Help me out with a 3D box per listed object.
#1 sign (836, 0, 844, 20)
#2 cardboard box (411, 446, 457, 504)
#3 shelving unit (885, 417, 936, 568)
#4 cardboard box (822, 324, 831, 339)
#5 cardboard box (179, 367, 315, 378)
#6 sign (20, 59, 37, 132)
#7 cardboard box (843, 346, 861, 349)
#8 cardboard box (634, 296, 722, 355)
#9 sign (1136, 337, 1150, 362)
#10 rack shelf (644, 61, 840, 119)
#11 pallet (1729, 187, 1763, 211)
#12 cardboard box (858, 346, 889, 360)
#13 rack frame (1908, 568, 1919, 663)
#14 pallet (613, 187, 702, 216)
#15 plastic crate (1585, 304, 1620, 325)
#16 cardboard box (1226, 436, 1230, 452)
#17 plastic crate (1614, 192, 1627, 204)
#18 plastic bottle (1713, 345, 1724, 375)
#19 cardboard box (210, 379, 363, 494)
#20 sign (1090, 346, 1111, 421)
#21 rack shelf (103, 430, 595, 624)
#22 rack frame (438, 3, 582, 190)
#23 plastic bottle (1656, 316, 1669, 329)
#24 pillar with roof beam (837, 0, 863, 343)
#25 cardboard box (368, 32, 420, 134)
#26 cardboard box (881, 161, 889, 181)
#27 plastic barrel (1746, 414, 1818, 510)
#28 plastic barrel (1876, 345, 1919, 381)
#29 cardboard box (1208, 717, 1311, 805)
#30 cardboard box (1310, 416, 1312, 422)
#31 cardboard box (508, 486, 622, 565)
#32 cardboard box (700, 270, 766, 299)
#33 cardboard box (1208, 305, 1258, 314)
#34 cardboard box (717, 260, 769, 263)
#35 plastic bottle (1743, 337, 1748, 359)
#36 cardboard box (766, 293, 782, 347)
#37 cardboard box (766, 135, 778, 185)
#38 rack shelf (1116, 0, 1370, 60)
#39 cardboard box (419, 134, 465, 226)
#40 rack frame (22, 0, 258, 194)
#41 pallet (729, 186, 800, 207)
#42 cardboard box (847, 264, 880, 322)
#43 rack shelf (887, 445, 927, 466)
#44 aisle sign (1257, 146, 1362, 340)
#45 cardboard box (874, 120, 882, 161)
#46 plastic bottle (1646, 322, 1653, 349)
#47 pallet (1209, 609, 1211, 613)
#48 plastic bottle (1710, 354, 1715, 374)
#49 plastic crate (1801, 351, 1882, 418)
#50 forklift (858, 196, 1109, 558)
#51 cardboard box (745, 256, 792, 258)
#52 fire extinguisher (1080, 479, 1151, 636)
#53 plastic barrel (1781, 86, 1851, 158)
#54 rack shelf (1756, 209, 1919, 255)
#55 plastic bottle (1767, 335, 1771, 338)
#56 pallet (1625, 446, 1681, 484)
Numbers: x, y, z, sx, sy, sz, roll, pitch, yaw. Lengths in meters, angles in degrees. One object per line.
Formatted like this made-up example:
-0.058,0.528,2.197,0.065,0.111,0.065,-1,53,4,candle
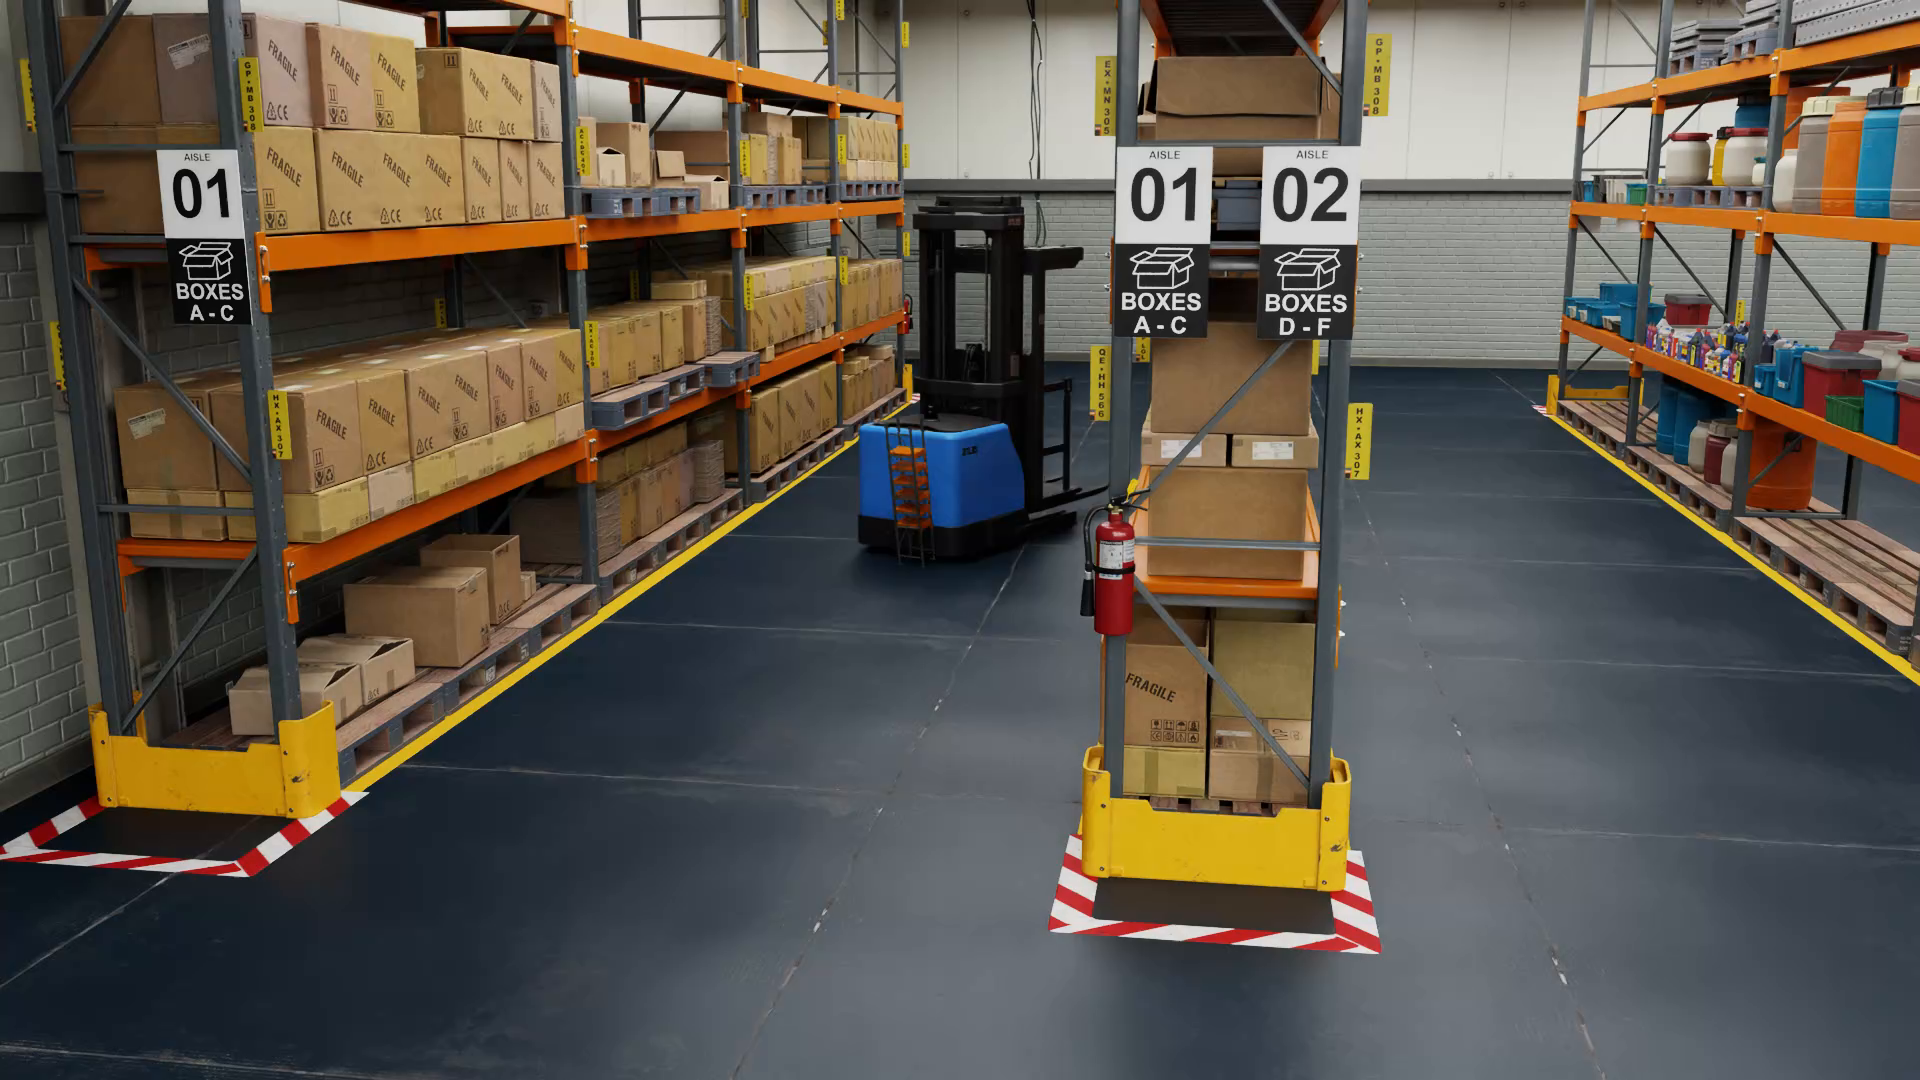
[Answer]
-1.362,-6.048,18.791,0.100,0.325,0.005,2,12,9,sign
-3.207,-0.379,9.441,0.500,0.250,0.500,2,12,8,cardboard box
-0.397,-0.379,13.365,0.258,1.200,0.189,7,23,28,shelving unit
-1.688,-2.389,19.008,0.380,0.149,0.250,2,12,10,cardboard box
-3.796,-0.650,8.916,0.500,0.500,0.500,2,12,9,cardboard box
-4.291,-2.058,7.703,0.100,0.325,0.005,2,12,9,sign
-1.549,-2.546,22.585,0.380,0.149,0.250,2,12,9,cardboard box
-2.578,-1.968,15.224,0.700,0.500,0.500,0,12,2,cardboard box
1.227,-1.353,11.090,0.100,0.325,0.005,2,12,9,sign
-2.208,-4.604,17.154,1.077,0.370,4.000,2,12,9,rack shelf
7.488,-3.011,14.675,1.003,0.211,1.213,2,12,9,pallet
-1.172,-2.533,22.525,0.380,0.149,0.250,2,12,10,cardboard box
6.659,-0.649,10.383,1.000,3.000,0.127,2,12,9,rack frame
-2.774,-2.685,13.159,1.213,0.211,1.003,2,12,9,pallet
7.938,-2.779,20.525,0.416,0.233,0.300,2,12,9,plastic crate
1.310,-0.232,8.214,0.700,0.500,0.500,2,12,10,cardboard box
7.709,-3.929,19.108,0.293,0.136,0.466,2,12,9,plastic crate
7.046,-1.669,15.423,0.097,0.271,0.097,0,12,0,plastic bottle
-3.375,-0.530,8.360,0.500,0.500,0.500,2,12,9,cardboard box
0.616,-0.680,7.216,0.100,0.325,0.005,2,12,9,sign
-3.438,-0.202,10.017,1.077,0.370,4.000,2,12,9,rack shelf
-3.131,-3.902,11.241,1.000,3.000,0.127,2,12,9,rack frame
7.508,-2.219,17.786,0.144,0.351,0.185,2,12,9,plastic bottle
2.529,-6.851,24.923,9.100,9.000,0.400,2,12,9,pillar with roof beam
-3.252,-2.433,8.884,0.500,0.500,0.500,2,12,10,cardboard box
-1.214,-4.845,21.859,0.500,0.250,0.500,1,12,7,cardboard box
7.332,-0.728,14.907,0.600,0.830,0.708,2,12,9,plastic barrel
7.262,-1.227,12.803,0.421,0.512,0.421,0,12,0,plastic barrel
1.452,1.057,7.998,0.500,0.250,0.500,2,12,9,cardboard box
1.500,-0.525,8.032,0.380,0.149,0.250,2,12,9,cardboard box
-3.034,-0.117,12.803,0.700,0.500,0.500,2,12,11,cardboard box
-2.186,-2.465,16.041,0.500,0.250,0.500,2,12,10,cardboard box
1.318,-0.878,8.130,0.700,0.500,0.500,2,12,7,cardboard box
-2.374,-2.905,18.081,0.500,0.250,0.500,1,12,7,cardboard box
7.832,-1.901,16.502,0.097,0.271,0.097,0,12,0,plastic bottle
-2.098,-2.208,16.628,0.500,0.500,0.500,2,12,11,cardboard box
-2.306,-3.965,17.372,0.700,0.500,0.500,2,12,9,cardboard box
1.457,-2.779,8.686,1.077,0.370,4.000,2,12,9,rack shelf
-3.192,-2.055,9.502,0.500,0.500,0.500,3,12,12,cardboard box
-3.746,-3.070,7.377,1.000,3.000,0.127,2,12,9,rack frame
-2.300,-3.545,17.151,1.003,0.211,1.213,2,12,11,pallet
-1.581,-3.198,21.499,0.980,0.700,0.700,1,12,6,cardboard box
-0.422,-0.673,13.254,0.258,0.103,0.180,7,23,28,rack shelf
1.442,-1.225,6.885,0.394,0.787,0.004,2,12,9,aisle sign
-1.288,-5.108,21.295,0.500,0.500,0.500,1,12,6,cardboard box
7.411,-2.194,17.833,0.061,0.283,0.133,2,12,9,plastic bottle
1.840,0.399,12.143,1.003,0.211,1.213,2,12,9,pallet
7.061,-1.655,15.525,0.097,0.201,0.097,0,12,0,plastic bottle
6.723,-1.186,12.725,0.402,0.464,0.583,2,12,9,plastic crate
0.392,-1.543,14.698,1.130,2.935,3.031,8,15,34,forklift
-2.228,-3.118,19.072,0.500,0.250,0.500,2,12,10,cardboard box
0.672,0.070,7.232,0.296,0.674,0.183,2,12,9,fire extinguisher
7.364,-3.481,14.389,0.600,0.830,0.708,2,12,9,plastic barrel
6.966,-2.180,12.075,1.077,0.370,4.000,2,12,9,rack shelf
7.958,-1.904,16.501,0.152,0.276,0.135,2,12,9,plastic bottle
7.729,-0.792,17.665,1.003,0.211,1.213,2,12,9,pallet
